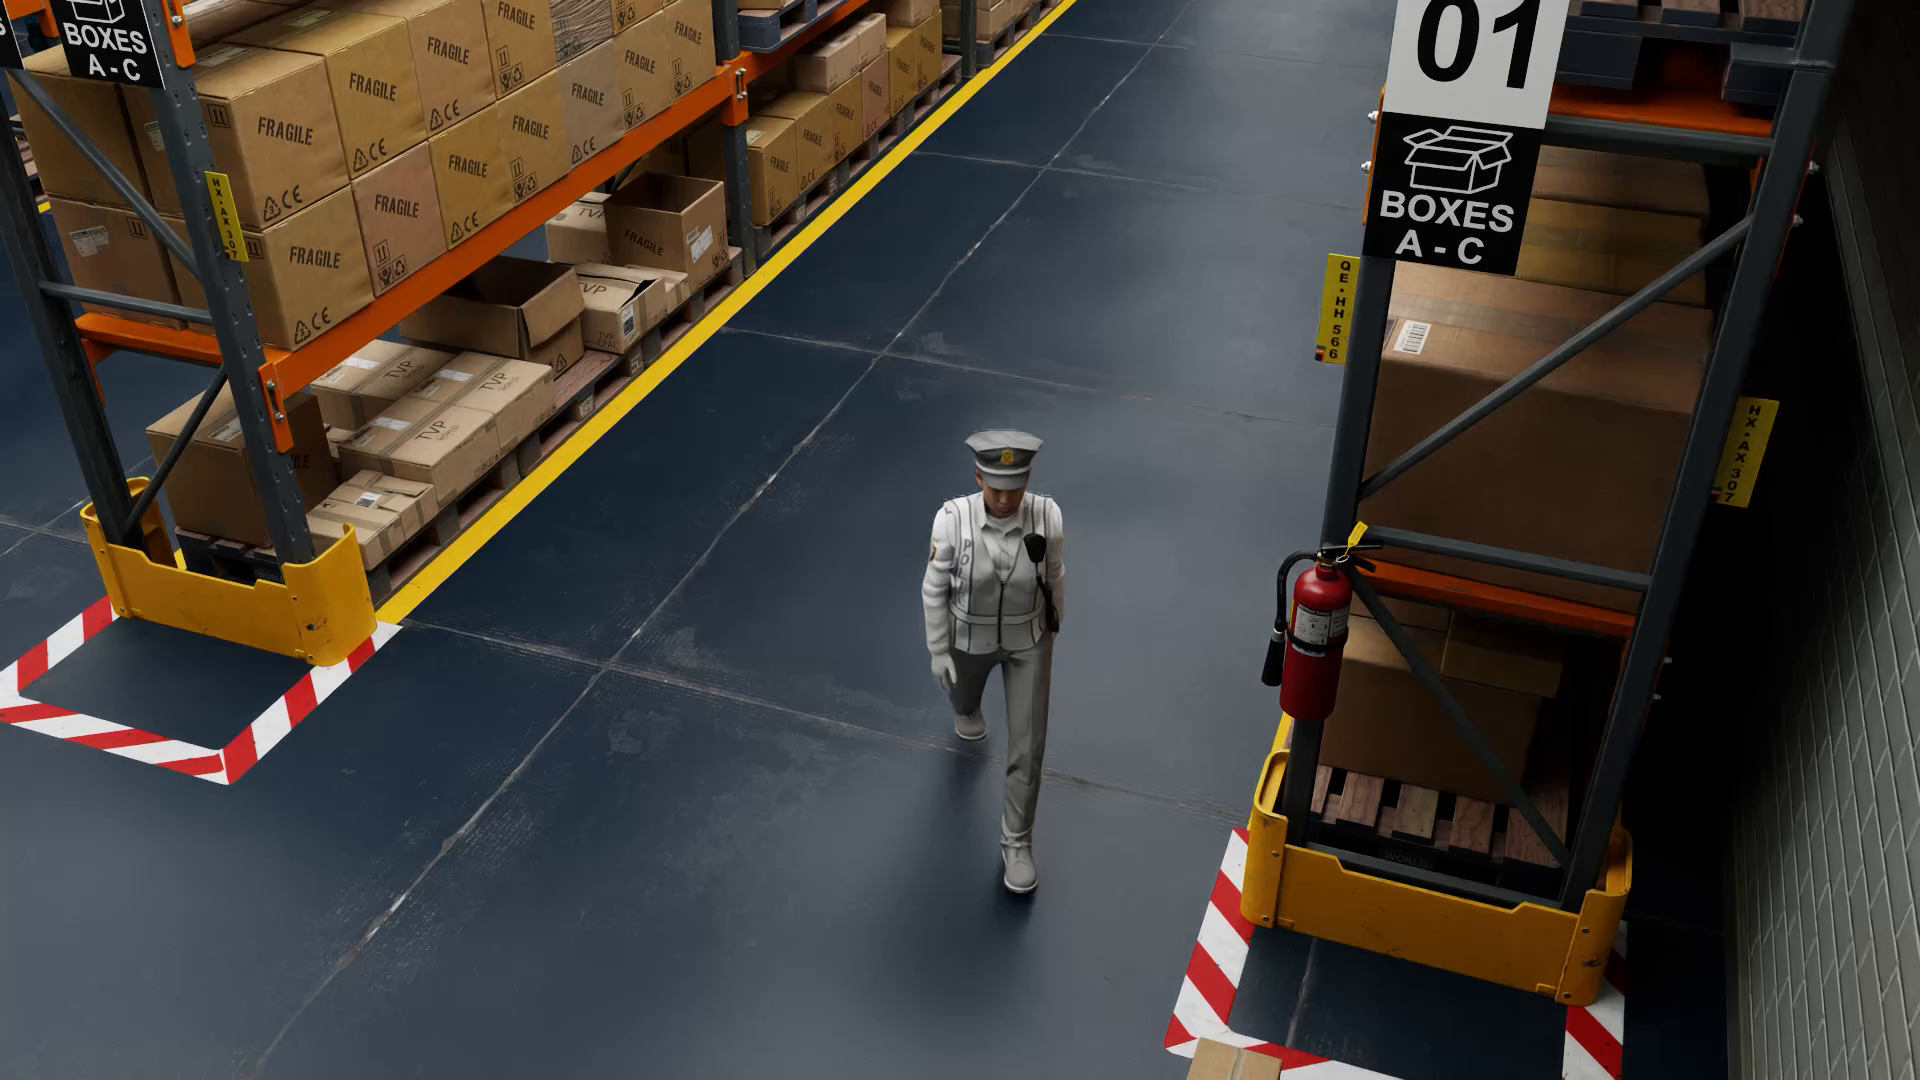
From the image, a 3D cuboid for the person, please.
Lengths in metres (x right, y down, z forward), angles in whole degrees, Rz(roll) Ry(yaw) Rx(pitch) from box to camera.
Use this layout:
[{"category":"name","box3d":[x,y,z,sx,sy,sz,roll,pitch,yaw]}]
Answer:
[{"category":"person","box3d":[0.116,0.290,5.692,0.487,1.613,1.022,0,33,-1]}]
